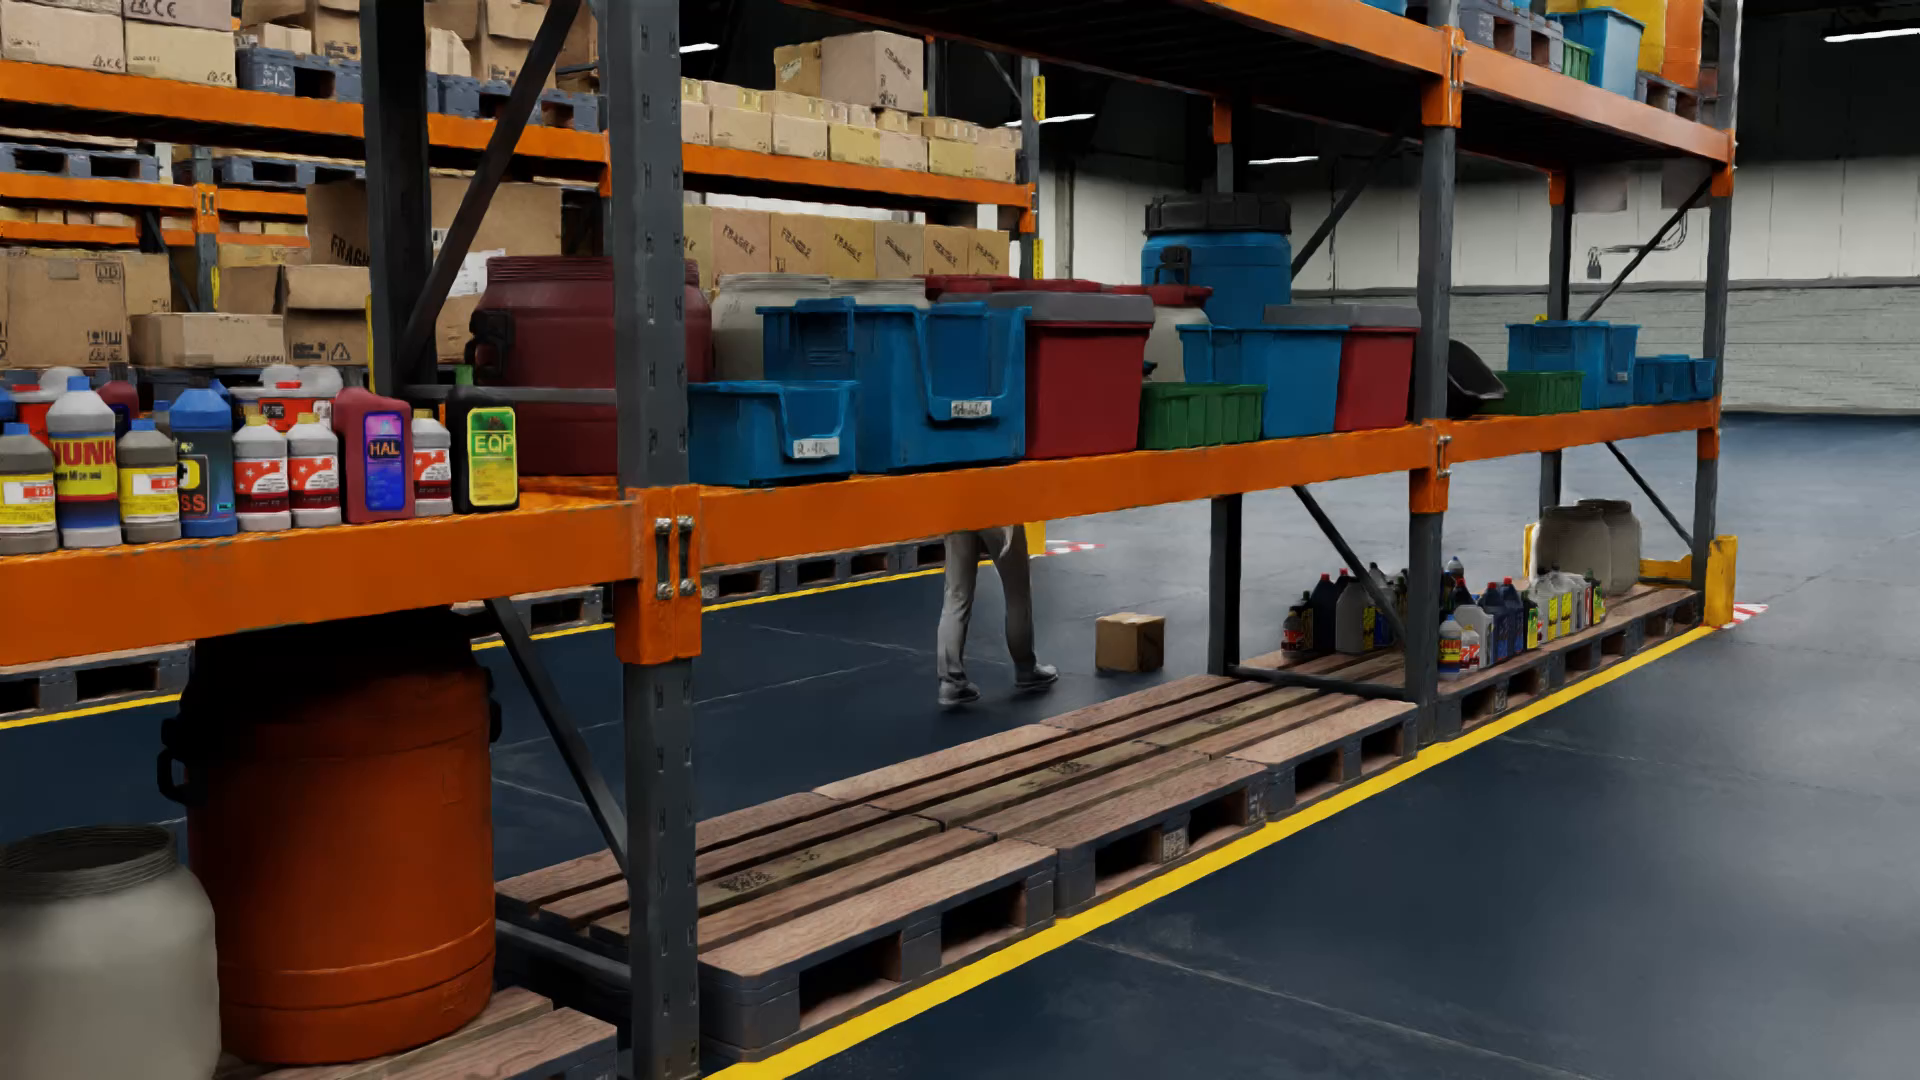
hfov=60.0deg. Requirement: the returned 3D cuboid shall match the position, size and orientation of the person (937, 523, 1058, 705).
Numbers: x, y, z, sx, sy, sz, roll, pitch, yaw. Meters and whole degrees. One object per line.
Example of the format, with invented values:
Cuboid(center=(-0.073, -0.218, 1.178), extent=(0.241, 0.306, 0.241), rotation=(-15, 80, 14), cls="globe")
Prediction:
Cuboid(center=(0.135, -0.118, 7.535), extent=(0.483, 1.633, 0.808), rotation=(4, 8, 30), cls="person")
